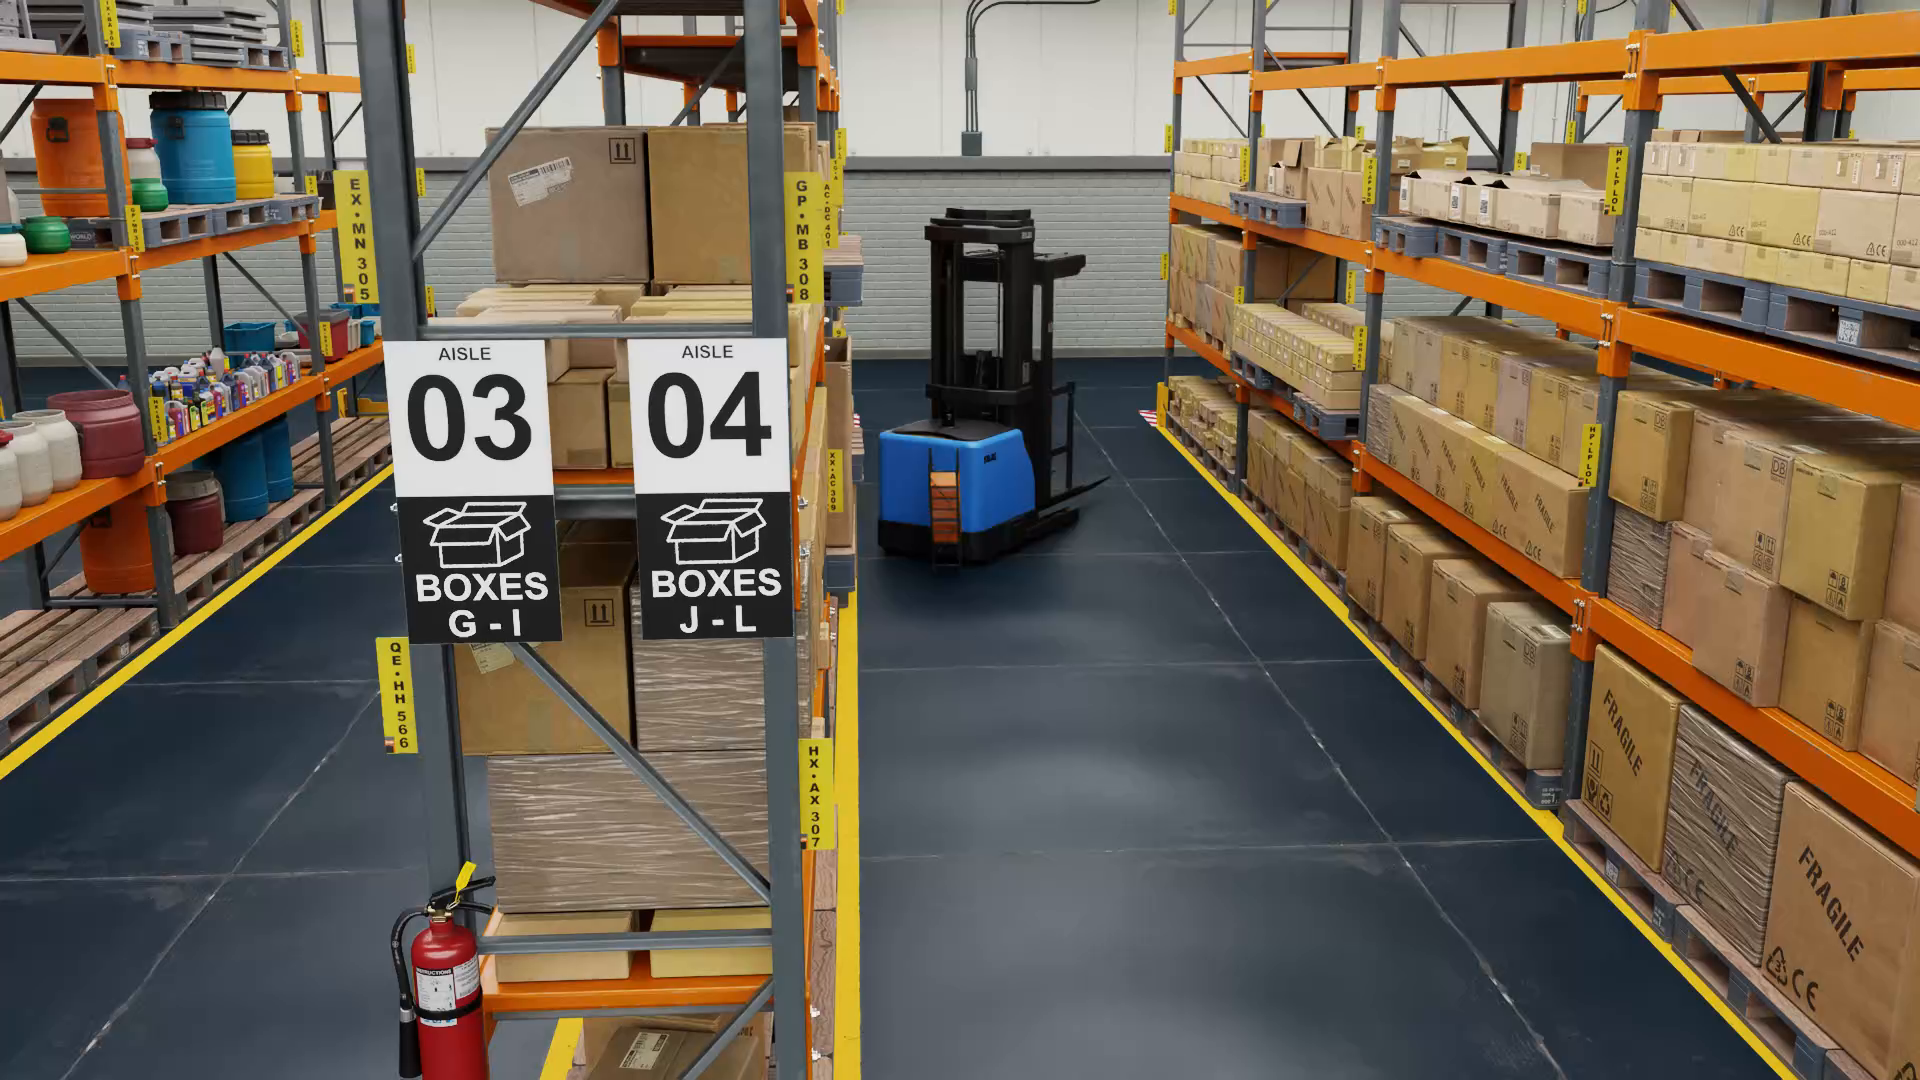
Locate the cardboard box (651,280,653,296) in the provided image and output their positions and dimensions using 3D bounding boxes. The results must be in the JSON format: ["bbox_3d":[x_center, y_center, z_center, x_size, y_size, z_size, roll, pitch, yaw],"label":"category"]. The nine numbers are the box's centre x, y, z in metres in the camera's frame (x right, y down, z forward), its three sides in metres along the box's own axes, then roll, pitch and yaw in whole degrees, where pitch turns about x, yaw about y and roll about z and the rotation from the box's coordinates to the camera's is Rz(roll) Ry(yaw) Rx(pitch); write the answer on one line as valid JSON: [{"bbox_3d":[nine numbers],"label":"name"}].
[{"bbox_3d":[-1.310,-0.904,6.003,0.380,0.149,0.250,-2,15,-6],"label":"cardboard box"}]

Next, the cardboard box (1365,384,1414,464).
[{"bbox_3d":[3.282,-0.848,12.102,0.500,0.500,0.500,-1,14,-3],"label":"cardboard box"}]

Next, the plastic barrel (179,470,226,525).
[{"bbox_3d":[-6.618,-0.327,14.429,0.421,0.512,0.421,0,14,0],"label":"plastic barrel"}]

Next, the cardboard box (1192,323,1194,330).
[{"bbox_3d":[2.894,-2.505,19.247,0.380,0.149,0.250,0,14,-1],"label":"cardboard box"}]

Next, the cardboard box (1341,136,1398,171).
[{"bbox_3d":[3.192,-3.011,12.953,0.396,0.266,0.258,-1,14,-3],"label":"cardboard box"}]

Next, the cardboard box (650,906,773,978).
[{"bbox_3d":[-0.717,1.173,4.953,0.380,0.149,0.250,-1,14,-3],"label":"cardboard box"}]

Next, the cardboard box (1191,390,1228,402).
[{"bbox_3d":[2.852,-1.620,18.986,0.380,0.149,0.250,0,14,-1],"label":"cardboard box"}]

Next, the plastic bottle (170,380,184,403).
[{"bbox_3d":[-6.781,-1.284,14.395,0.097,0.201,0.097,0,14,0],"label":"plastic bottle"}]

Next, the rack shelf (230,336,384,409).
[{"bbox_3d":[-6.748,-1.931,17.957,1.077,0.370,4.000,-1,14,-3],"label":"rack shelf"}]

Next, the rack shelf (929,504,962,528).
[{"bbox_3d":[-0.119,-0.197,13.649,0.258,0.103,0.180,1,43,3],"label":"rack shelf"}]

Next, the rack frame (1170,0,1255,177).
[{"bbox_3d":[3.028,-5.810,19.550,1.000,3.000,0.127,-1,14,-3],"label":"rack frame"}]

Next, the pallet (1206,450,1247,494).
[{"bbox_3d":[3.199,-0.726,17.426,1.003,0.211,1.213,-1,14,-3],"label":"pallet"}]

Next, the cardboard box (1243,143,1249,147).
[{"bbox_3d":[2.983,-3.799,16.250,0.380,0.149,0.250,-2,15,-6],"label":"cardboard box"}]

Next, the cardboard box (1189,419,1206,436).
[{"bbox_3d":[2.807,-1.277,18.847,0.380,0.149,0.250,-2,15,-6],"label":"cardboard box"}]

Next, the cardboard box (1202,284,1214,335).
[{"bbox_3d":[2.903,-2.472,17.815,0.500,0.500,0.500,-1,14,-4],"label":"cardboard box"}]

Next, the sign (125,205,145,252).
[{"bbox_3d":[-5.828,-2.200,11.747,0.100,0.325,0.005,-1,14,-3],"label":"sign"}]

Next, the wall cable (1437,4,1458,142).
[{"bbox_3d":[7.328,-7.322,25.426,0.463,3.000,0.029,-1,14,-3],"label":"wall cable"}]

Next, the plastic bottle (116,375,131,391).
[{"bbox_3d":[-6.867,-1.182,13.700,0.144,0.351,0.185,-1,14,-3],"label":"plastic bottle"}]

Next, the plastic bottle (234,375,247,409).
[{"bbox_3d":[-6.141,-1.269,14.171,0.061,0.283,0.133,-1,14,-3],"label":"plastic bottle"}]

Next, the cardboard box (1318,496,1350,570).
[{"bbox_3d":[3.222,-0.068,13.444,0.500,0.500,0.500,-1,14,-4],"label":"cardboard box"}]

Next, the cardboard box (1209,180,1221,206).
[{"bbox_3d":[2.924,-3.659,17.508,0.500,0.250,0.500,-1,14,-4],"label":"cardboard box"}]

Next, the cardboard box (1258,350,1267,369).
[{"bbox_3d":[2.906,-1.630,15.004,0.380,0.149,0.250,-2,15,-6],"label":"cardboard box"}]

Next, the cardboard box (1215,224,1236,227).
[{"bbox_3d":[3.304,-3.472,19.696,0.500,0.500,0.500,-1,14,-5],"label":"cardboard box"}]

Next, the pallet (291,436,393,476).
[{"bbox_3d":[-6.787,-0.918,18.172,1.003,0.211,1.213,-1,14,-3],"label":"pallet"}]

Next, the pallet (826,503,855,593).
[{"bbox_3d":[-1.088,0.031,9.270,1.003,0.211,1.213,-1,14,-3],"label":"pallet"}]

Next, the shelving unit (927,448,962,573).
[{"bbox_3d":[-0.120,-0.230,13.618,0.258,1.200,0.189,1,43,3],"label":"shelving unit"}]

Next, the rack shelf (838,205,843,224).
[{"bbox_3d":[-1.805,-3.461,17.880,1.077,0.370,4.000,-1,14,-3],"label":"rack shelf"}]

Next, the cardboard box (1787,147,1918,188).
[{"bbox_3d":[3.535,-1.477,6.589,0.380,0.149,0.250,-1,14,-4],"label":"cardboard box"}]

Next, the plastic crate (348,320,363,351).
[{"bbox_3d":[-6.535,-2.137,17.428,0.437,0.282,0.530,-1,14,-3],"label":"plastic crate"}]

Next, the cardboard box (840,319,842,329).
[{"bbox_3d":[-1.475,-2.175,17.164,0.500,0.250,0.500,-1,14,-4],"label":"cardboard box"}]

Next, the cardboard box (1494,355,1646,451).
[{"bbox_3d":[3.670,-0.830,10.026,0.700,0.500,0.500,-1,14,-3],"label":"cardboard box"}]

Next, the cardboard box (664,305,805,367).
[{"bbox_3d":[-0.643,-0.586,4.764,0.380,0.149,0.250,-1,14,-2],"label":"cardboard box"}]

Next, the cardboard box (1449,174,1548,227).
[{"bbox_3d":[3.412,-2.141,10.444,0.500,0.311,0.500,-1,14,-4],"label":"cardboard box"}]

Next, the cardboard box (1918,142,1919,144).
[{"bbox_3d":[8.207,-2.965,13.466,0.700,0.500,0.500,-2,15,-6],"label":"cardboard box"}]

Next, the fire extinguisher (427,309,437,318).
[{"bbox_3d":[-6.428,-2.604,20.030,0.296,0.674,0.183,-1,14,-3],"label":"fire extinguisher"}]

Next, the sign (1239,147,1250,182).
[{"bbox_3d":[2.735,-3.603,15.953,0.100,0.325,0.005,-1,14,-3],"label":"sign"}]

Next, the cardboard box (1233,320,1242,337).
[{"bbox_3d":[2.841,-2.031,15.965,0.380,0.149,0.250,-1,14,-3],"label":"cardboard box"}]

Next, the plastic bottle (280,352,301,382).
[{"bbox_3d":[-6.277,-1.629,15.588,0.152,0.276,0.135,-1,14,-3],"label":"plastic bottle"}]

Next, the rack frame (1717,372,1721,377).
[{"bbox_3d":[8.210,-2.012,16.826,1.000,3.000,0.127,-1,14,-3],"label":"rack frame"}]

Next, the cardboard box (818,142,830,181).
[{"bbox_3d":[-1.111,-2.365,10.975,0.500,0.500,0.500,-1,14,-4],"label":"cardboard box"}]

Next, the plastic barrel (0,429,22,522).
[{"bbox_3d":[-6.041,-0.390,10.250,0.433,0.535,0.433,0,14,0],"label":"plastic barrel"}]

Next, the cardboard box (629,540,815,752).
[{"bbox_3d":[-0.700,0.308,5.006,0.500,0.500,0.500,-1,14,-3],"label":"cardboard box"}]

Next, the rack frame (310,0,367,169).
[{"bbox_3d":[-6.872,-5.683,19.053,1.000,3.000,0.127,-1,14,-3],"label":"rack frame"}]

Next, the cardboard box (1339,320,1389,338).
[{"bbox_3d":[3.575,-1.859,14.700,0.380,0.149,0.250,-2,15,-6],"label":"cardboard box"}]

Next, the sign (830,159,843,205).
[{"bbox_3d":[-0.891,-2.575,11.957,0.100,0.325,0.005,-1,14,-3],"label":"sign"}]

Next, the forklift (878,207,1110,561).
[{"bbox_3d":[0.456,-1.562,15.215,1.130,2.935,3.031,8,17,29],"label":"forklift"}]

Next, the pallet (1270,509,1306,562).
[{"bbox_3d":[3.404,-0.062,14.844,1.003,0.211,1.213,-1,14,-3],"label":"pallet"}]

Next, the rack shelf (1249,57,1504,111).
[{"bbox_3d":[3.400,-3.776,13.890,1.077,0.370,4.000,-1,14,-3],"label":"rack shelf"}]

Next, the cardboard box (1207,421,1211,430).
[{"bbox_3d":[2.926,-1.278,18.255,0.380,0.149,0.250,-2,15,-6],"label":"cardboard box"}]

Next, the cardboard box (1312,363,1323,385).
[{"bbox_3d":[3.020,-1.323,13.215,0.380,0.149,0.250,0,14,-1],"label":"cardboard box"}]

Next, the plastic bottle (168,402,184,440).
[{"bbox_3d":[-6.056,-0.926,12.840,0.061,0.283,0.133,-1,14,-3],"label":"plastic bottle"}]

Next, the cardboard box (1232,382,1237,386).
[{"bbox_3d":[3.415,-1.762,19.541,0.380,0.149,0.250,-1,14,-5],"label":"cardboard box"}]

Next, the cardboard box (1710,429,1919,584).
[{"bbox_3d":[3.806,-0.153,7.132,0.875,0.550,0.550,-1,14,-3],"label":"cardboard box"}]

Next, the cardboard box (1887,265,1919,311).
[{"bbox_3d":[3.582,-0.902,5.954,0.380,0.149,0.250,-1,14,-3],"label":"cardboard box"}]

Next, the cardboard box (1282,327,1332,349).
[{"bbox_3d":[2.958,-1.722,14.166,0.380,0.149,0.250,0,14,-1],"label":"cardboard box"}]
